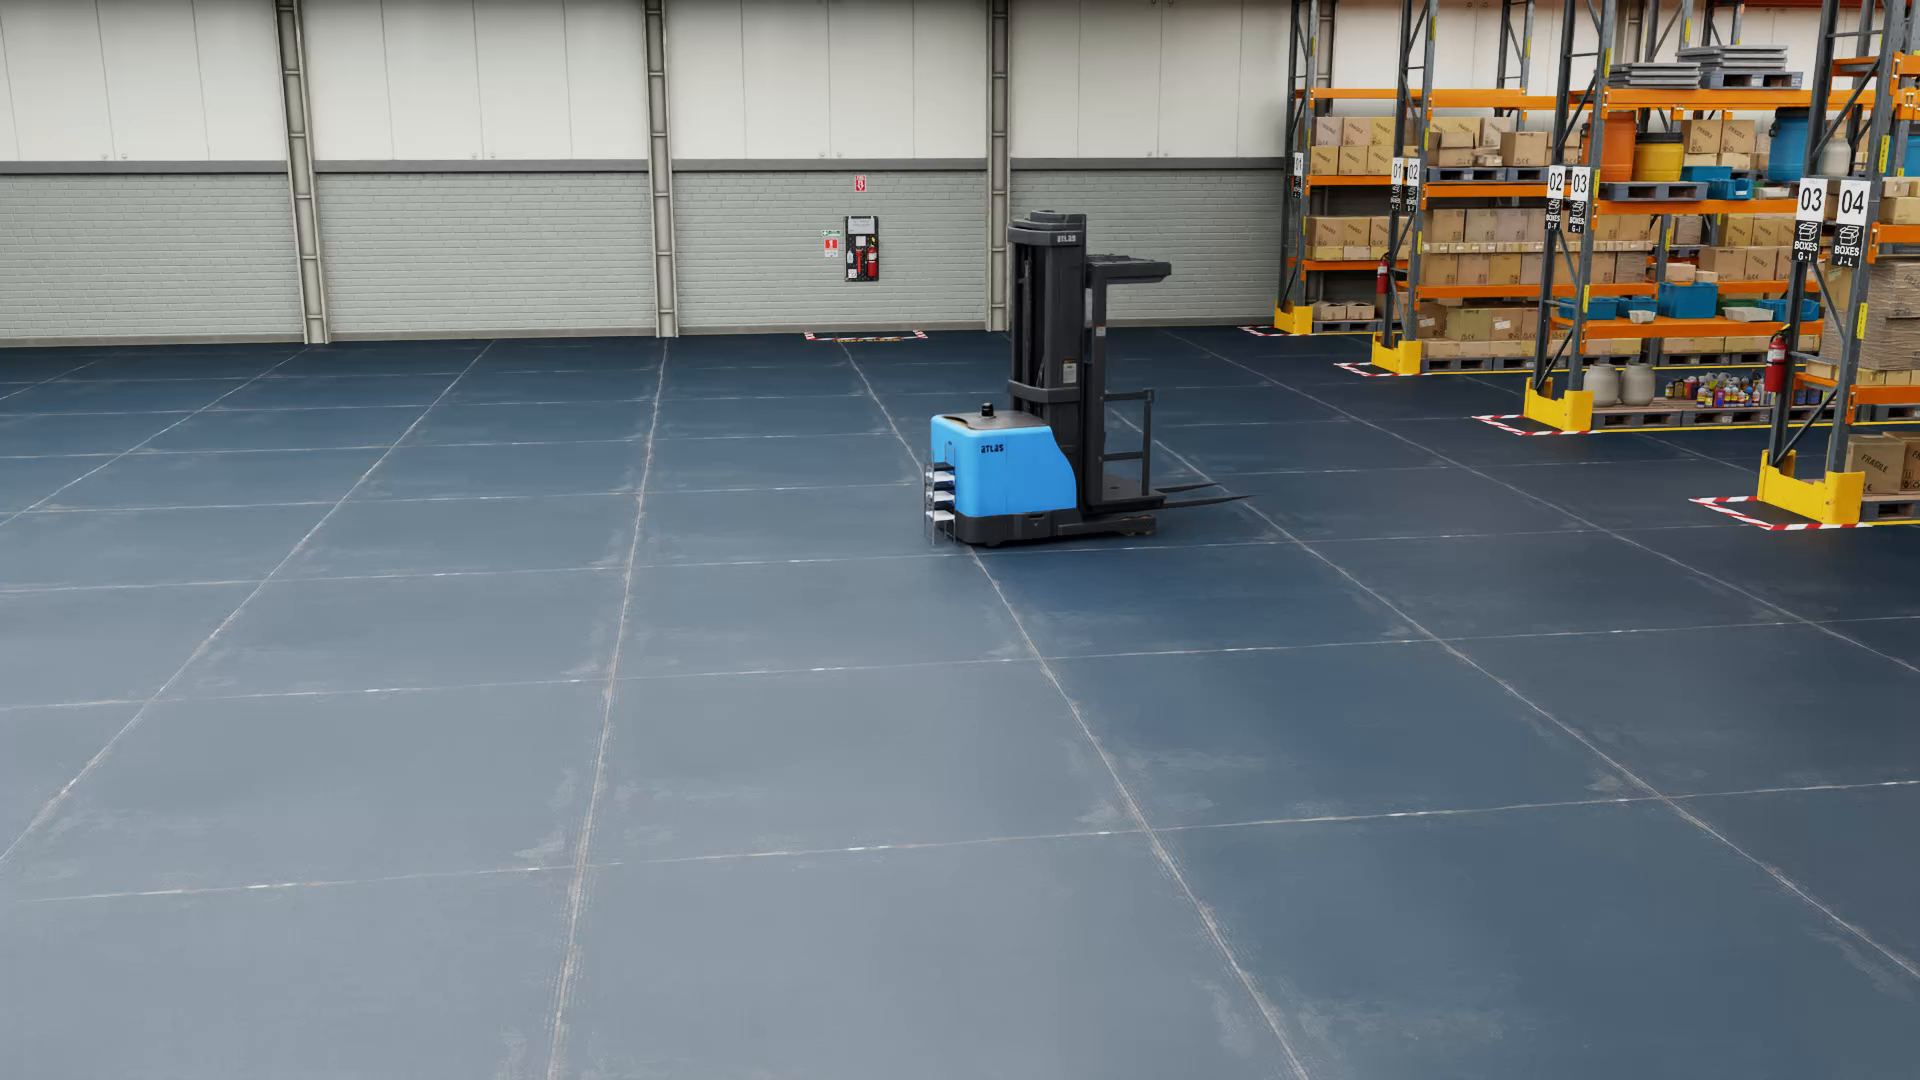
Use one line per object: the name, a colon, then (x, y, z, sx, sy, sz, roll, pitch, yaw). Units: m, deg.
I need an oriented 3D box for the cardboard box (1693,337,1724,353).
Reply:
cardboard box: (11.694, -3.112, 26.281, 0.500, 0.250, 0.500, -2, 14, -7)

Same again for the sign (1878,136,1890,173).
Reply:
sign: (8.351, -3.489, 15.033, 0.005, 0.325, 0.100, -2, 14, -8)

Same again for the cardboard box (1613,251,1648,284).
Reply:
cardboard box: (10.315, -4.300, 26.022, 0.500, 0.500, 0.700, -2, 14, -10)

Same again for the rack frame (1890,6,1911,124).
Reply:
rack frame: (17.922, -8.660, 31.282, 0.127, 3.000, 1.000, -2, 14, -8)

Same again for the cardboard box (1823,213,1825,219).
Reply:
cardboard box: (15.983, -6.184, 31.344, 0.500, 0.250, 0.500, -2, 14, -9)

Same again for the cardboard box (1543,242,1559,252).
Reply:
cardboard box: (8.998, -4.514, 25.546, 0.250, 0.149, 0.380, -2, 14, -6)

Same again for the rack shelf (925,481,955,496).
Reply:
rack shelf: (-0.185, -0.470, 15.041, 0.200, 0.077, 0.258, -6, 15, -21)

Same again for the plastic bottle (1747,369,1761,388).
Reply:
plastic bottle: (10.441, -2.069, 21.876, 0.185, 0.351, 0.144, -3, 14, -11)

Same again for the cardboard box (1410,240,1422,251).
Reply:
cardboard box: (7.147, -4.547, 25.674, 0.250, 0.149, 0.380, -2, 14, -9)

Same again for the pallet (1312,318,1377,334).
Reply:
pallet: (6.940, -3.986, 30.711, 1.213, 0.211, 1.003, -2, 14, -8)

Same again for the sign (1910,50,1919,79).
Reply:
sign: (11.558, -5.753, 20.120, 0.005, 0.325, 0.100, -2, 14, -8)

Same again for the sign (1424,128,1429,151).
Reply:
sign: (6.874, -5.907, 24.513, 0.005, 0.325, 0.100, -2, 14, -8)

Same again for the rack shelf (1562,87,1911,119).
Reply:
rack shelf: (9.509, -5.372, 20.471, 4.000, 0.370, 1.077, -2, 14, -8)

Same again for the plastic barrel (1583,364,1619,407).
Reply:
plastic barrel: (8.171, -1.971, 21.195, 0.421, 0.512, 0.421, 0, 14, 0)

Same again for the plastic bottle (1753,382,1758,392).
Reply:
plastic bottle: (10.206, -1.882, 21.269, 0.133, 0.283, 0.061, -2, 14, -8)

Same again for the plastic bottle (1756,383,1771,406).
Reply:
plastic bottle: (10.223, -1.853, 21.167, 0.135, 0.276, 0.152, -2, 14, -7)

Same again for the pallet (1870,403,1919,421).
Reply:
pallet: (12.258, -1.762, 21.843, 1.213, 0.211, 1.003, -2, 14, -8)

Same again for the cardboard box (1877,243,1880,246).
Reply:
cardboard box: (17.503, -5.875, 31.652, 0.500, 0.500, 0.500, -2, 14, -9)

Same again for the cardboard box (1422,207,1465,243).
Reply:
cardboard box: (7.313, -4.817, 25.420, 0.500, 0.500, 0.700, -2, 14, -8)

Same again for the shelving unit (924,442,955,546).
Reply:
shelving unit: (-0.185, -0.415, 15.055, 0.210, 0.900, 0.258, -6, 15, -21)

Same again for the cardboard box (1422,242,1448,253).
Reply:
cardboard box: (7.218, -4.449, 25.286, 0.250, 0.149, 0.380, -2, 14, -9)

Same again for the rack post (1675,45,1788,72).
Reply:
rack post: (9.443, -5.883, 20.365, 0.954, 0.300, 0.937, -2, 14, -9)

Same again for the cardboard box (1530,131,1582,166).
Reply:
cardboard box: (9.106, -6.016, 25.542, 0.637, 0.503, 0.797, -1, 14, -2)

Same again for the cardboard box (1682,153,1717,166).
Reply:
cardboard box: (11.364, -5.875, 25.787, 0.500, 0.250, 0.500, -1, 14, -2)

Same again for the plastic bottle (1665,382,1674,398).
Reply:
plastic bottle: (9.283, -1.960, 21.748, 0.097, 0.201, 0.097, 0, 14, 0)

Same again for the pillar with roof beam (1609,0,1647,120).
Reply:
pillar with roof beam: (13.194, -7.640, 27.216, 0.400, 9.000, 9.100, -2, 14, -8)

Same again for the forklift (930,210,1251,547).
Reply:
forklift: (1.286, -1.570, 15.486, 3.031, 2.935, 1.130, -6, 15, -21)

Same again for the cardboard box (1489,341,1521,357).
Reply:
cardboard box: (8.349, -2.997, 25.822, 0.500, 0.250, 0.500, -2, 14, -8)

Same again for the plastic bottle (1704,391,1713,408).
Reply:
plastic bottle: (9.473, -1.783, 21.040, 0.097, 0.201, 0.097, 0, 14, 0)

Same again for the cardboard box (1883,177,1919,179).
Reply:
cardboard box: (9.027, -3.419, 16.039, 0.250, 0.149, 0.380, -3, 14, -11)

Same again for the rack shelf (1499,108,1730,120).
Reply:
rack shelf: (11.989, -7.900, 30.551, 4.000, 0.370, 1.077, -2, 14, -8)

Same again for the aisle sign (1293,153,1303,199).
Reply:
aisle sign: (6.029, -6.501, 29.663, 0.004, 0.787, 0.394, -2, 14, -8)

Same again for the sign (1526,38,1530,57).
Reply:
sign: (10.074, -8.730, 29.479, 0.005, 0.325, 0.100, -2, 14, -8)

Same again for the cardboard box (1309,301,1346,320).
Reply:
cardboard box: (6.753, -4.228, 30.565, 0.500, 0.311, 0.500, -4, 15, -15)

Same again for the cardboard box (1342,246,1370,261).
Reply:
cardboard box: (7.097, -5.216, 30.148, 0.500, 0.250, 0.500, -3, 14, -10)

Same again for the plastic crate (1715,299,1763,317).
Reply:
plastic crate: (10.103, -2.993, 21.454, 0.662, 0.188, 0.450, -2, 14, -8)

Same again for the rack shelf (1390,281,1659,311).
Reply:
rack shelf: (8.775, -3.847, 25.903, 4.000, 0.370, 1.077, -2, 14, -8)

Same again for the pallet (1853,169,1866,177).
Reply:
pallet: (14.051, -5.731, 26.157, 1.003, 0.211, 1.213, -1, 14, -6)

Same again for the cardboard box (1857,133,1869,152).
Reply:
cardboard box: (17.035, -7.461, 31.559, 0.500, 0.500, 0.700, -3, 14, -11)

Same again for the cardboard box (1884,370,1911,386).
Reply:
cardboard box: (8.837, -1.576, 15.885, 0.250, 0.149, 0.380, -2, 14, -8)

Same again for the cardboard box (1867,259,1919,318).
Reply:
cardboard box: (8.854, -2.373, 15.673, 0.500, 0.500, 0.500, -2, 14, -8)

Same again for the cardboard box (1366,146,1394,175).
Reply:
cardboard box: (7.473, -6.811, 29.829, 0.500, 0.500, 0.500, -1, 14, -6)

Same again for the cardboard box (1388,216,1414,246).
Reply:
cardboard box: (8.083, -5.615, 30.199, 0.500, 0.500, 0.500, -2, 14, -7)

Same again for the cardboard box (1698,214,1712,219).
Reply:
cardboard box: (14.376, -6.250, 31.606, 0.500, 0.250, 0.500, -2, 14, -7)

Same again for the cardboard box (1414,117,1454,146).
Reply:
cardboard box: (8.501, -7.331, 29.847, 0.500, 0.500, 0.500, -3, 14, -10)

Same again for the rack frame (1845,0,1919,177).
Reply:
rack frame: (11.487, -5.987, 20.623, 0.127, 3.000, 1.000, -2, 14, -8)

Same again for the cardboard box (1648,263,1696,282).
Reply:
cardboard box: (11.233, -4.224, 26.236, 0.500, 0.250, 0.500, -1, 14, -5)

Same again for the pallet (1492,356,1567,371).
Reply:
pallet: (8.751, -2.852, 26.190, 1.213, 0.211, 1.003, -2, 14, -8)

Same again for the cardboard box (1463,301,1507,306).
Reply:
cardboard box: (8.270, -3.488, 26.240, 0.500, 0.500, 0.500, -2, 14, -8)

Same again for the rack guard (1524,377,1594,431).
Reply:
rack guard: (7.600, -1.734, 21.135, 0.348, 0.500, 1.175, -2, 14, -8)

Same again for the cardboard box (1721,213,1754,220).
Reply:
cardboard box: (14.482, -6.127, 31.114, 0.500, 0.250, 0.500, -2, 14, -7)

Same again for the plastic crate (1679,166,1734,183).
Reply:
plastic crate: (9.373, -4.521, 20.977, 0.575, 0.384, 0.392, -2, 14, -8)
